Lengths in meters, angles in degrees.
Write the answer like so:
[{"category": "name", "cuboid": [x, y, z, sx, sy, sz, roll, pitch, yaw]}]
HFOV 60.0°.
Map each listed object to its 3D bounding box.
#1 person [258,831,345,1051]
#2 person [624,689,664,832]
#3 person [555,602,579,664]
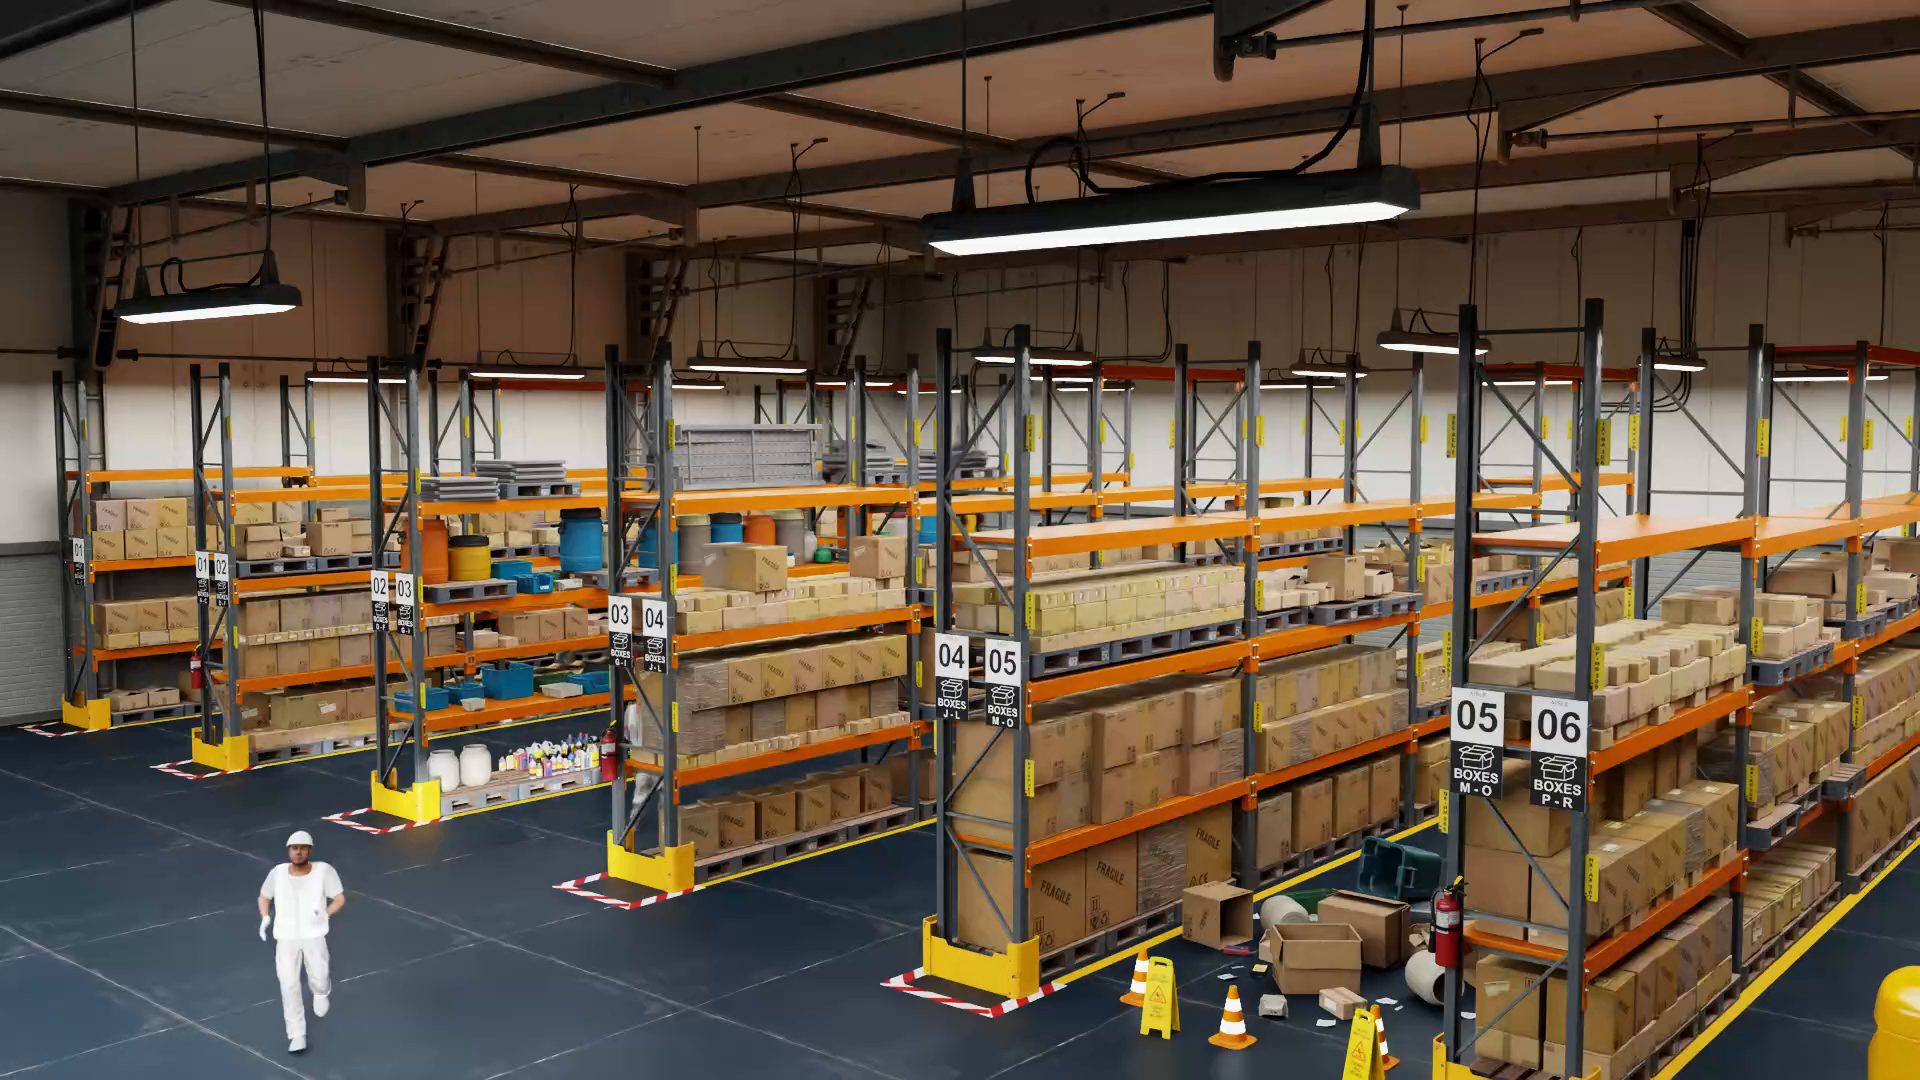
[{"category": "person", "cuboid": [-5.488, 3.293, 13.857, 0.696, 1.750, 0.818, -1, 4, -14]}, {"category": "person", "cuboid": [-4.045, 2.742, 21.306, 0.621, 1.818, 1.088, 2, 5, 27]}, {"category": "person", "cuboid": [-7.578, 1.990, 32.279, 0.667, 1.666, 0.532, 4, 6, 42]}]
